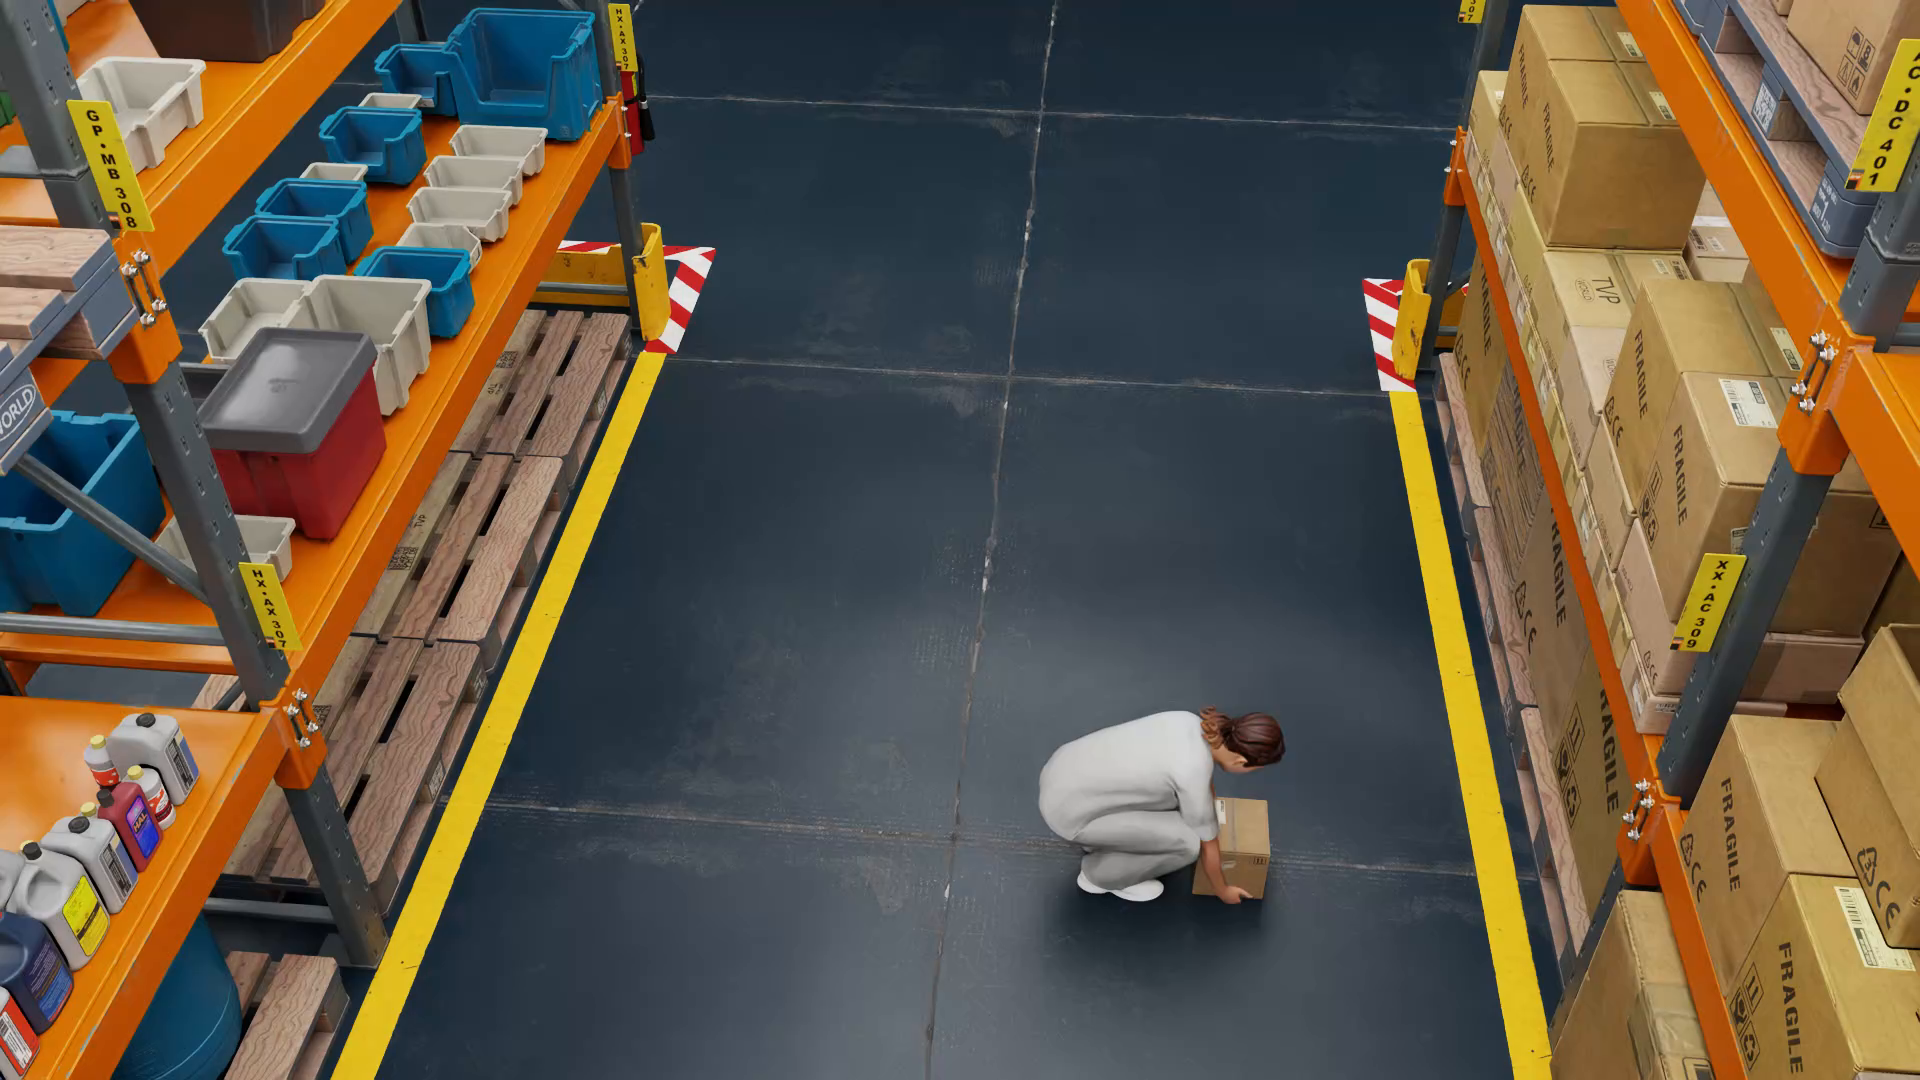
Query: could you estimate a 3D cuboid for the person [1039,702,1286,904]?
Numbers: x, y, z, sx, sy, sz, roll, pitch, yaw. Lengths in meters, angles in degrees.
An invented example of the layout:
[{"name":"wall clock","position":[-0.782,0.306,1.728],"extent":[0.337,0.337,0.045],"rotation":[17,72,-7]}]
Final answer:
[{"name":"person","position":[0.689,0.925,5.833],"extent":[0.828,0.828,0.460],"rotation":[3,40,3]}]
